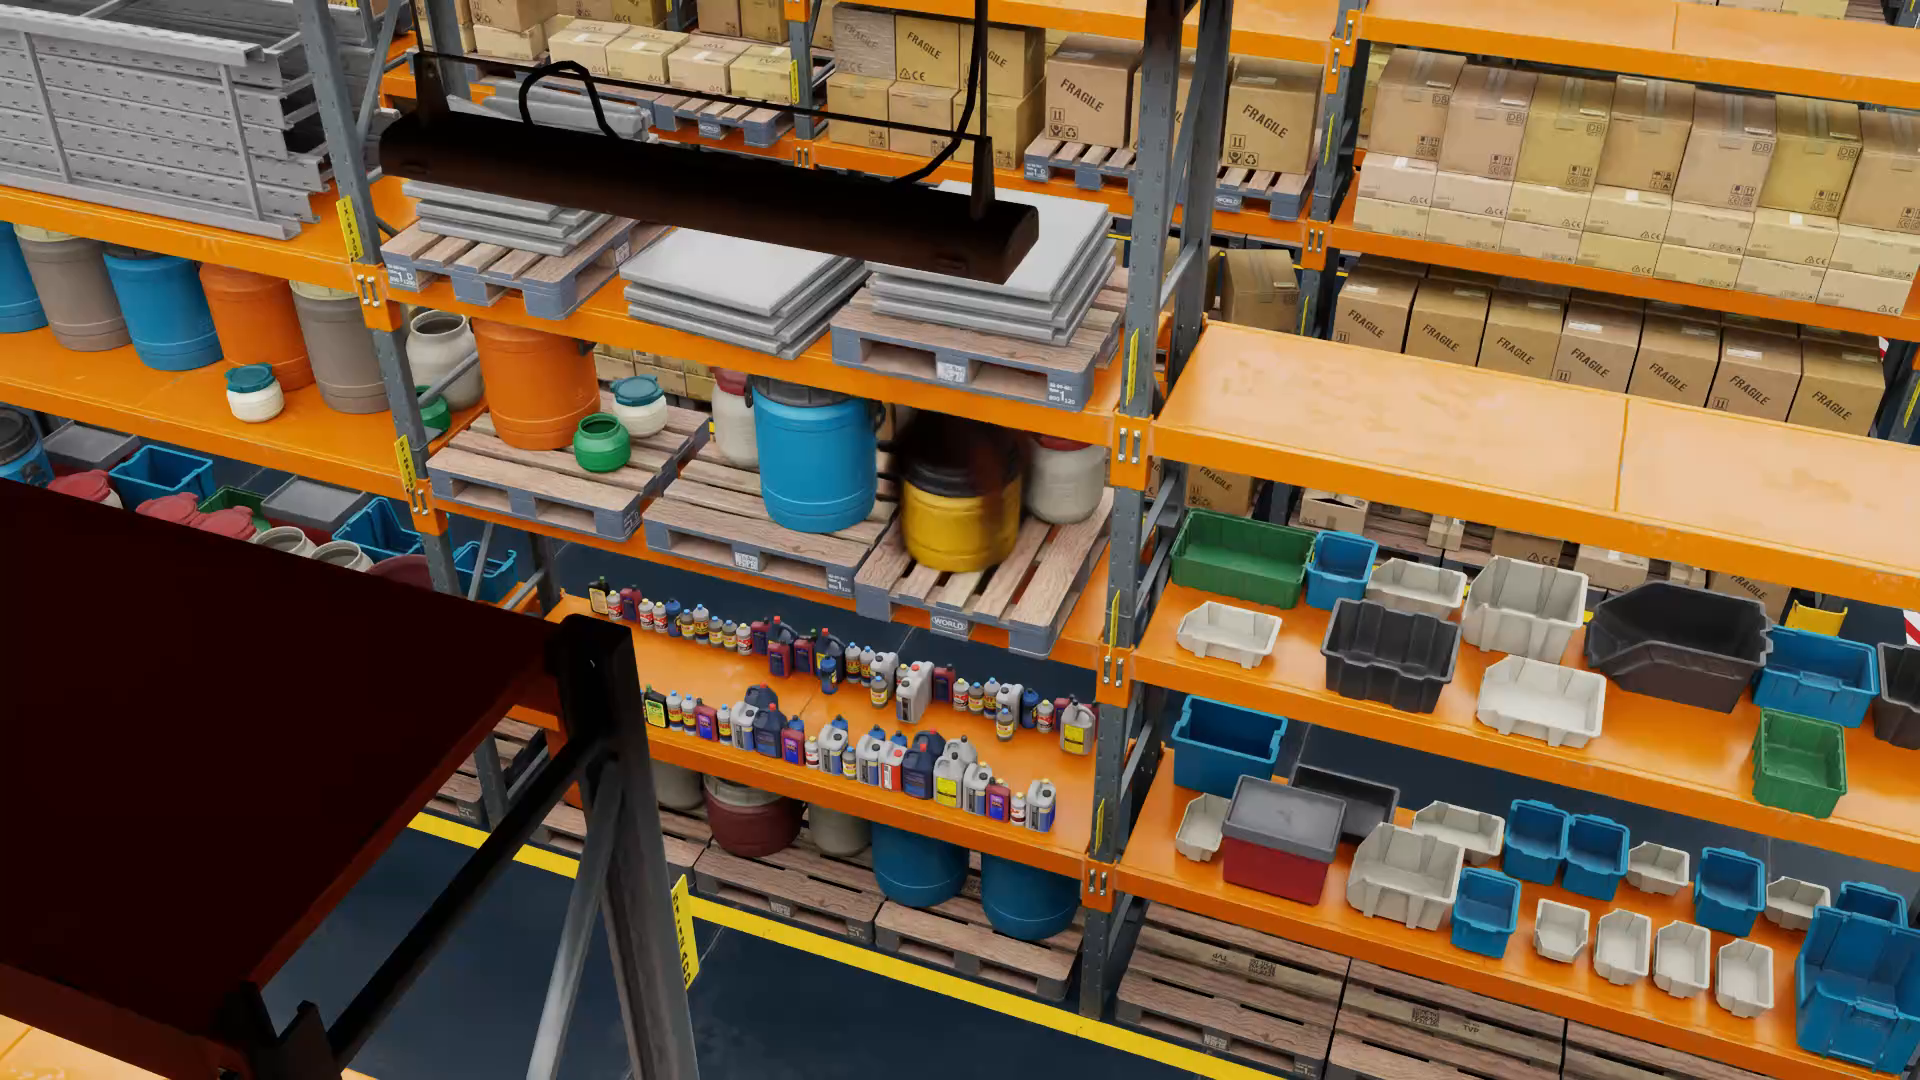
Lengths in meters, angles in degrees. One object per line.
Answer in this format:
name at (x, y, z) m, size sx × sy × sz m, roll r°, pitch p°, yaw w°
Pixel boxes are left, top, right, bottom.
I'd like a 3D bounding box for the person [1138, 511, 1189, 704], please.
person at (1.456, 0.491, 11.376) m, size 0.544 × 1.582 × 0.507 m, roll -6°, pitch 37°, yaw -8°
